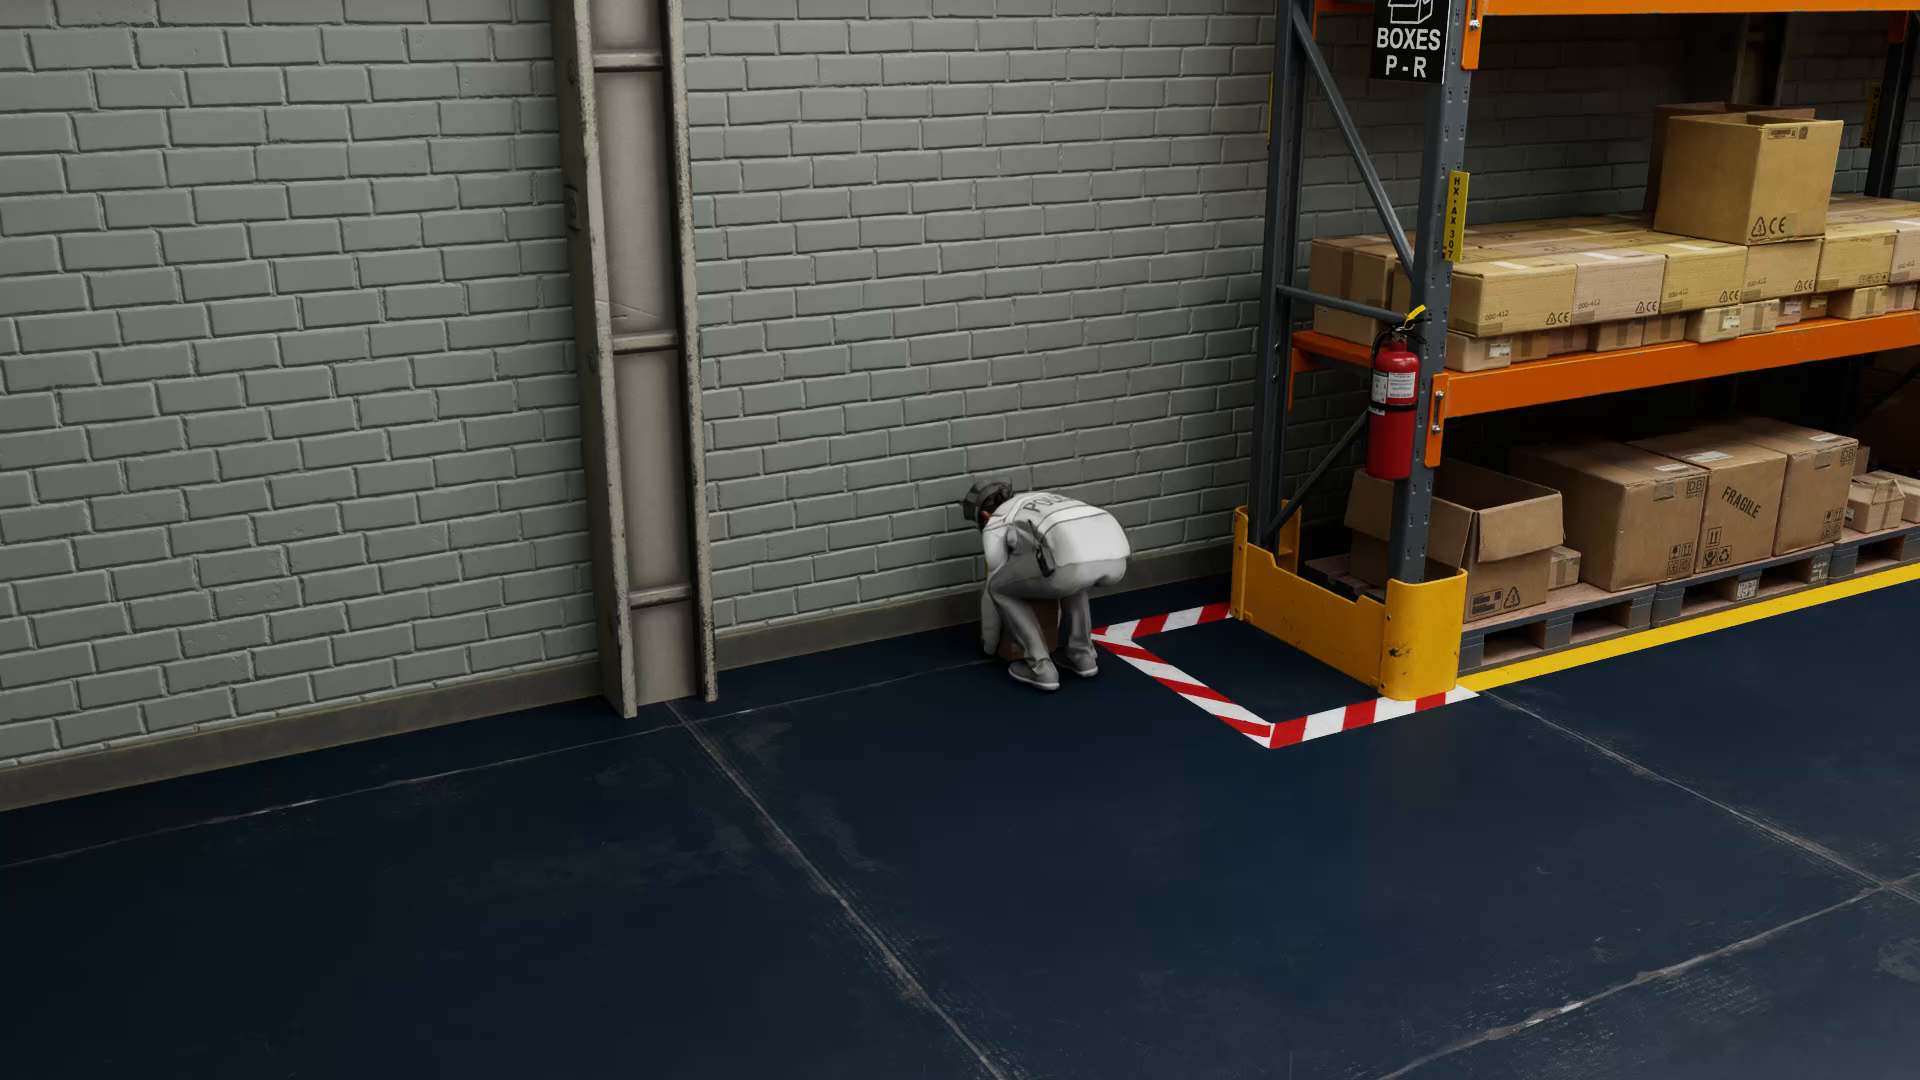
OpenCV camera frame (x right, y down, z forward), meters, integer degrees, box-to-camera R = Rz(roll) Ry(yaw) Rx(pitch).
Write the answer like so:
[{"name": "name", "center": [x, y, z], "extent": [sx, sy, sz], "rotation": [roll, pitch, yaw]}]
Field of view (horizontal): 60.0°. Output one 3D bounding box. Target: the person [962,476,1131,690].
[{"name": "person", "center": [0.330, 0.177, 6.974], "extent": [0.455, 0.778, 0.913], "rotation": [-10, 21, -28]}]
